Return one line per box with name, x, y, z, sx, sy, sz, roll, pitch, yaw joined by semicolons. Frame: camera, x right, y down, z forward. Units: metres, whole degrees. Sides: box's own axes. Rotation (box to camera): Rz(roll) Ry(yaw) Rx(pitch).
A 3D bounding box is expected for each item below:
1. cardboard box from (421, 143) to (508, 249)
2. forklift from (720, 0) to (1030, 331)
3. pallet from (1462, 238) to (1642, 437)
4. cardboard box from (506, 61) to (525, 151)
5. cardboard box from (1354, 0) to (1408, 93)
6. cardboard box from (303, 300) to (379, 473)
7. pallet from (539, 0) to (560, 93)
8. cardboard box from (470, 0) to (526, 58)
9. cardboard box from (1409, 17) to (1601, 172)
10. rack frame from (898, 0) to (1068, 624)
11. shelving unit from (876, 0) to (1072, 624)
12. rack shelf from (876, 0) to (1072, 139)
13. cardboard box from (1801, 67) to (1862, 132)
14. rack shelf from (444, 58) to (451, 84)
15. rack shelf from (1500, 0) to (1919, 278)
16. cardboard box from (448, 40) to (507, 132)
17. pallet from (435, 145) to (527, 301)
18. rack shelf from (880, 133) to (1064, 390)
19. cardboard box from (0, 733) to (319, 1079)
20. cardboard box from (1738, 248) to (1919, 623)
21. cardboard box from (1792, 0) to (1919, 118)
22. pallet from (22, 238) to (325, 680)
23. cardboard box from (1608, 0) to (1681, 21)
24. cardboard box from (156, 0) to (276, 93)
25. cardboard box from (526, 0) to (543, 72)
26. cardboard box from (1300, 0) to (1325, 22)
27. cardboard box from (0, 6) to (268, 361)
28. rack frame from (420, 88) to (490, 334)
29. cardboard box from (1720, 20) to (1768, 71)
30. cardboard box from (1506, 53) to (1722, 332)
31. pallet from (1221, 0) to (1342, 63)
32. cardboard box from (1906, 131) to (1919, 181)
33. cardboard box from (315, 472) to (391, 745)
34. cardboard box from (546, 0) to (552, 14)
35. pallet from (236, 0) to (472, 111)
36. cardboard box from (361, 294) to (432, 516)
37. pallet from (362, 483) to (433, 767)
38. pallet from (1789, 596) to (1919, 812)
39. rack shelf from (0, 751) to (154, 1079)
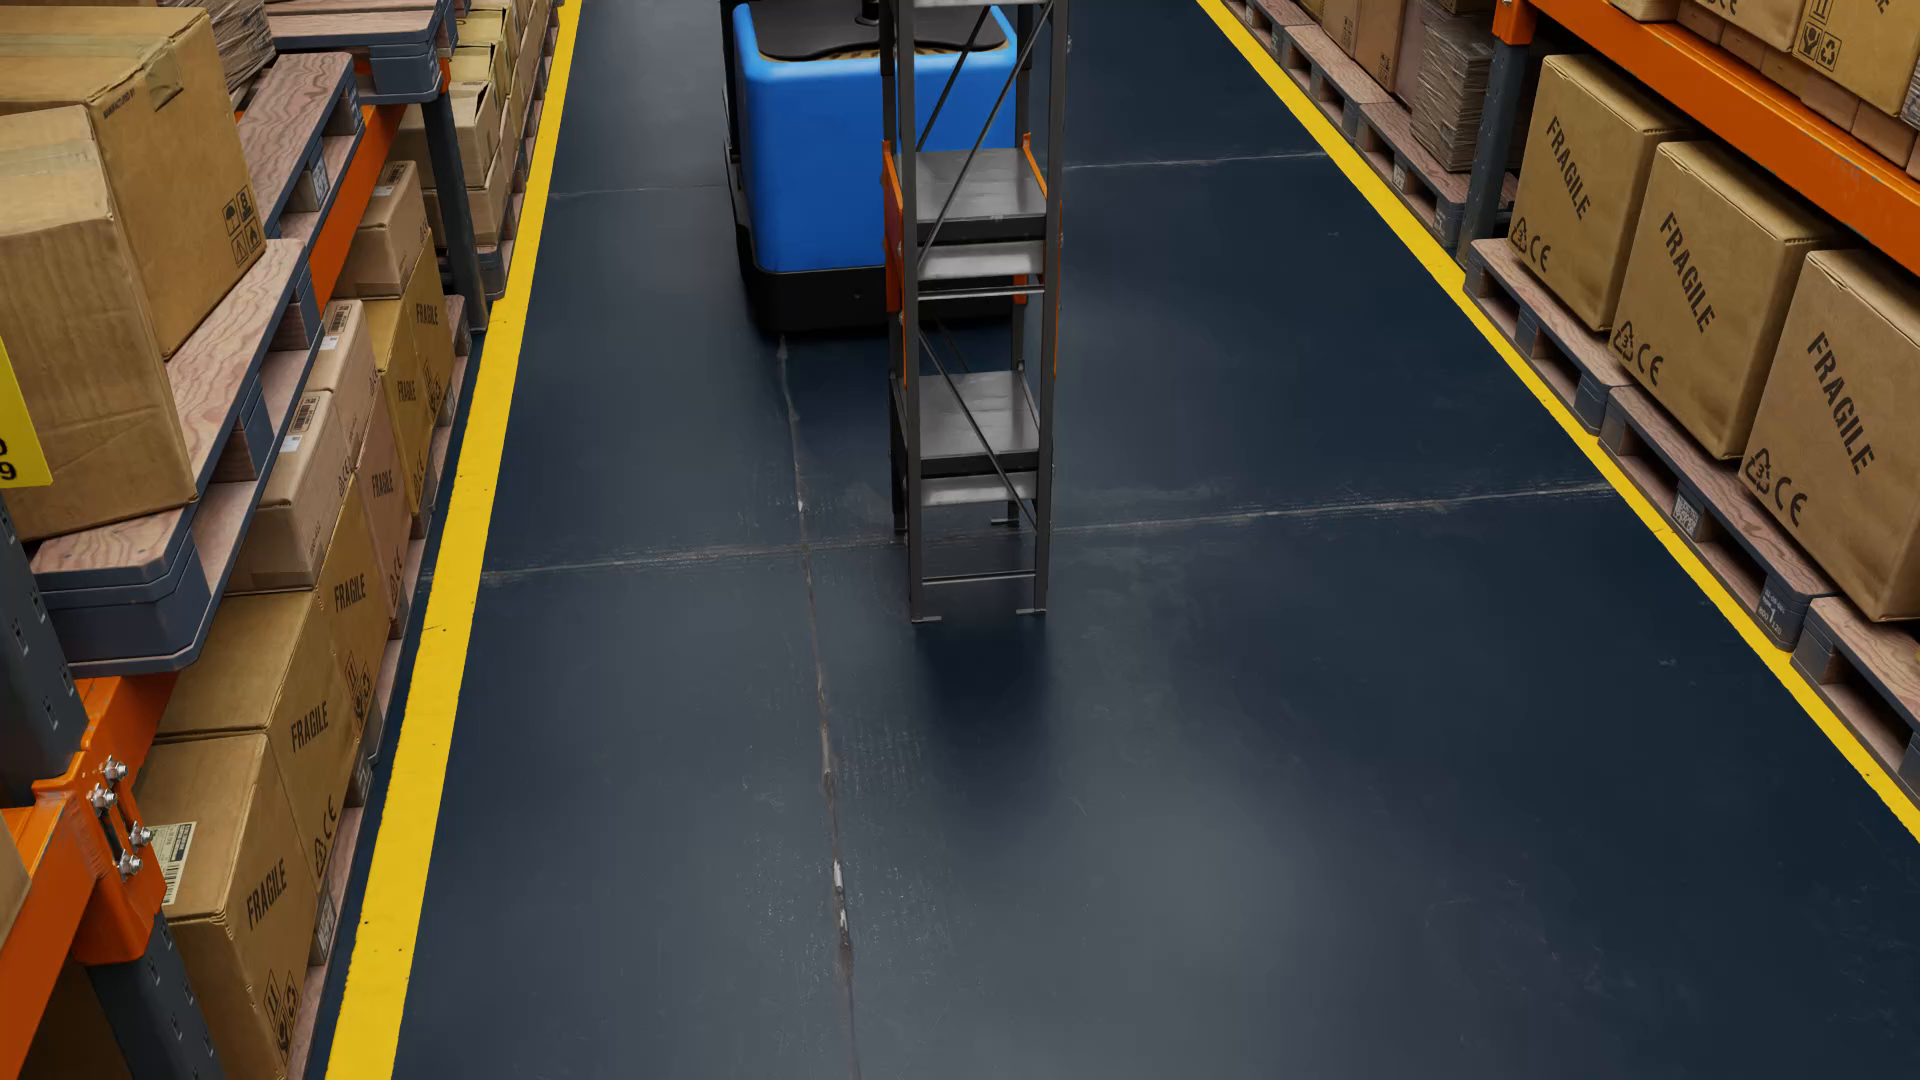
cardboard box;-2.112;-1.386;6.689;0.500;0.250;0.500;-4;35;-7
forklift;-0.490;-2.819;6.784;1.130;2.935;3.031;-6;35;-8
pallet;2.607;-0.814;6.257;1.003;0.211;1.213;-4;35;-6
cardboard box;-2.256;-1.956;7.526;0.500;0.250;0.500;-5;35;-8
cardboard box;2.378;-2.530;8.128;0.700;0.500;0.500;-5;35;-7
cardboard box;-1.821;-0.387;4.318;0.500;0.250;0.500;-5;35;-7
pallet;-2.733;-2.706;9.033;1.003;0.211;1.213;-4;35;-6
cardboard box;-2.327;-2.482;7.799;0.500;0.311;0.500;-5;35;-7
cardboard box;2.427;-1.958;7.289;0.700;0.500;0.500;-4;34;-6
rack frame;0.055;-0.639;4.323;0.400;2.100;0.015;-4;35;-6
shelving unit;0.022;-0.775;4.523;0.431;2.100;0.503;-4;35;-6
rack shelf;0.022;-1.342;4.137;0.431;0.518;0.480;-4;35;-6
cardboard box;2.607;-1.260;4.640;0.380;0.149;0.250;-4;34;-6
rack shelf;-2.602;-2.853;7.412;1.077;0.370;4.000;-4;35;-6
rack shelf;2.844;-0.998;4.690;1.077;0.370;4.000;-4;35;-6
cardboard box;-2.191;-1.911;6.961;0.500;0.311;0.500;-5;35;-8
pallet;-2.405;-1.345;7.036;1.003;0.211;1.213;-4;35;-6
rack shelf;0.022;-0.764;4.531;0.431;0.518;0.480;-4;35;-6
cardboard box;-1.618;0.760;3.300;0.500;0.500;0.500;-6;35;-9
cardboard box;2.775;-0.314;4.582;0.750;0.750;0.750;-3;34;-5
cardboard box;2.592;-1.434;4.320;0.500;0.500;0.500;-3;34;-5
pallet;-1.794;-0.177;3.017;1.003;0.211;1.213;-4;35;-6
cardboard box;2.367;-1.819;5.461;0.380;0.149;0.250;-3;34;-5
cardboard box;-2.203;-1.382;4.152;0.700;0.500;0.500;2;34;3
cardboard box;-2.392;-2.527;8.363;0.500;0.250;0.500;-4;34;-5
cardboard box;2.272;-3.099;8.962;0.700;0.500;0.500;-5;35;-7
cardboard box;-1.792;-0.677;3.119;0.700;0.500;0.500;1;34;1
rack frame;-2.333;-2.035;5.572;1.000;3.000;0.127;-4;35;-6
cardboard box;2.567;-1.544;5.057;0.380;0.149;0.250;-4;34;-5
cardboard box;2.544;-1.277;5.996;0.750;0.750;0.750;-5;35;-7
pallet;2.144;-3.057;9.549;1.003;0.211;1.213;-4;35;-6
cardboard box;2.660;-0.964;4.206;0.380;0.149;0.250;-5;35;-8
cardboard box;-1.761;0.184;4.145;0.500;0.500;0.500;-4;34;-6
cardboard box;-2.528;-3.094;9.196;0.500;0.250;0.500;-5;35;-7
pallet;-2.172;-1.582;5.079;1.213;0.211;1.003;-4;35;-6
cardboard box;-1.905;-0.390;4.988;0.500;0.500;0.500;-6;35;-8
pallet;-2.109;0.217;4.745;1.003;0.211;1.213;-4;35;-6
pallet;2.935;0.548;4.259;1.003;0.211;1.213;-4;35;-6
rack shelf;-1.526;1.611;0.861;1.077;0.370;4.000;-4;35;-6
